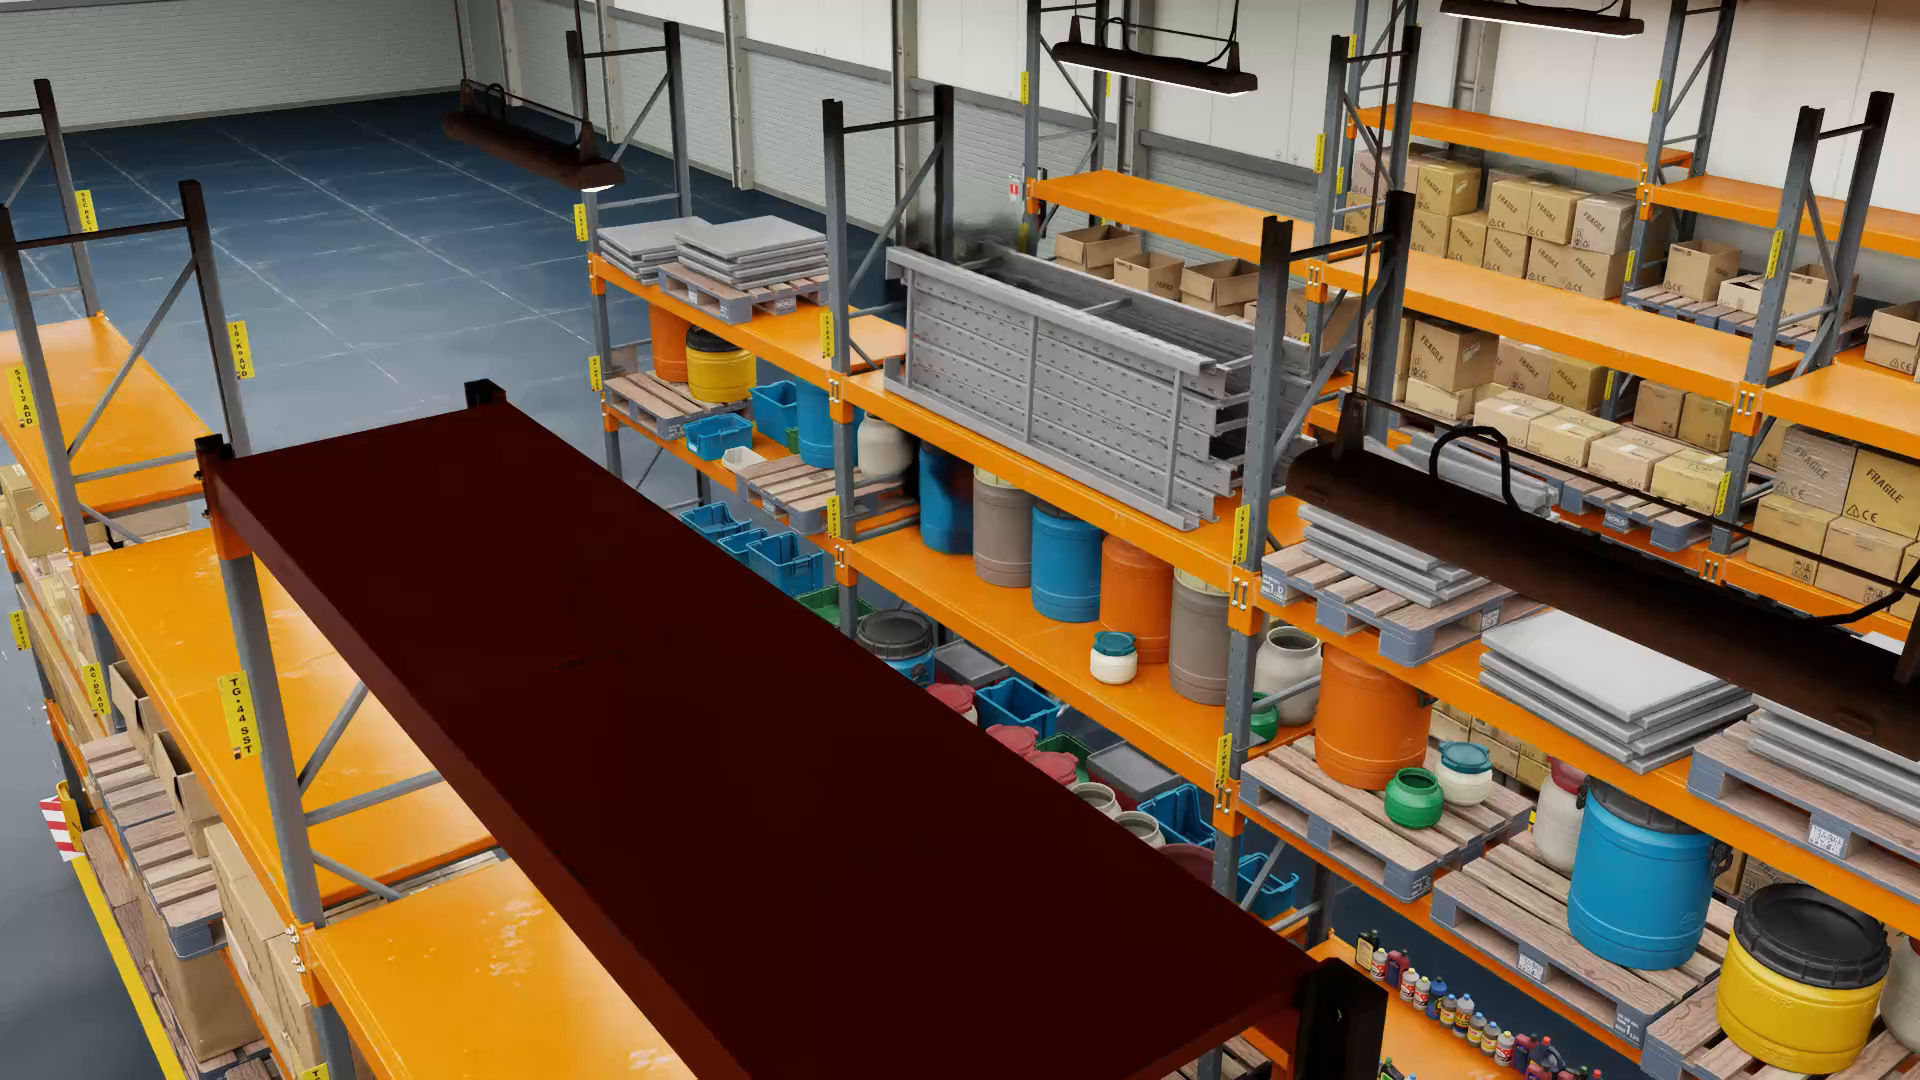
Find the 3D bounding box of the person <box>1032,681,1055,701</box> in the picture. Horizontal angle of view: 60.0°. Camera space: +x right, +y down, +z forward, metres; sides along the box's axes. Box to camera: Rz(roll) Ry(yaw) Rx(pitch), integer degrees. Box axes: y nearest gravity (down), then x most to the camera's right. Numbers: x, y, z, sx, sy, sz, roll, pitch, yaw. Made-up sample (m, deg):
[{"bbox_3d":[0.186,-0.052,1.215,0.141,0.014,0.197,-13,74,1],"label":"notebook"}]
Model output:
[{"bbox_3d":[0.714,0.809,14.695,0.537,1.577,0.465,-17,30,-33],"label":"person"}]
